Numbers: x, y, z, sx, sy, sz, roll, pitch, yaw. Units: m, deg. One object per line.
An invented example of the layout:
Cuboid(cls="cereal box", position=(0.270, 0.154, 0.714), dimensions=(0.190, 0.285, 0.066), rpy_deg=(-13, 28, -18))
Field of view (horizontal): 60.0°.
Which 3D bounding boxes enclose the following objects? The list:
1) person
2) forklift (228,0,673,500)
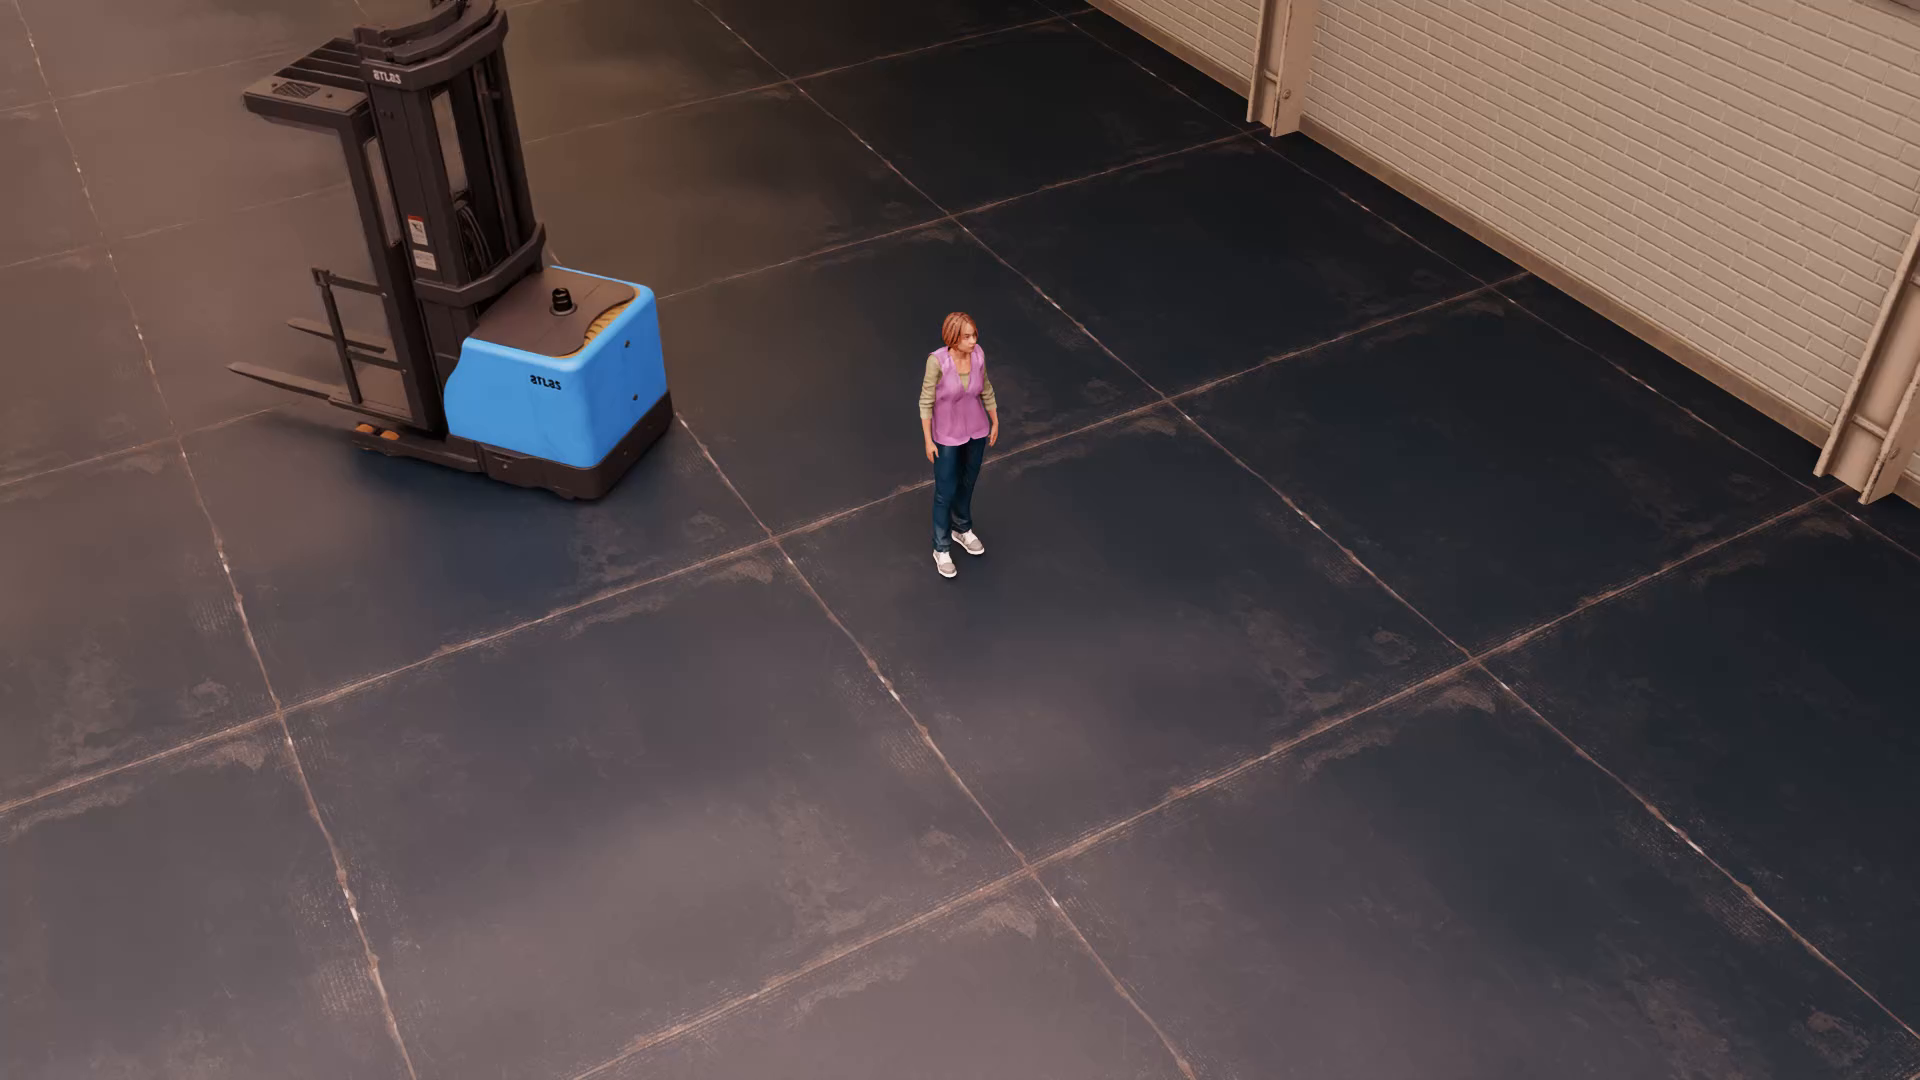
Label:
Cuboid(cls="person", position=(0.026, -0.569, 9.767), dimensions=(0.521, 1.584, 0.473), rpy_deg=(-20, 44, -23))
Cuboid(cls="forklift", position=(-3.501, -1.981, 10.424), dimensions=(3.031, 2.935, 1.130), rpy_deg=(14, 42, 17))
